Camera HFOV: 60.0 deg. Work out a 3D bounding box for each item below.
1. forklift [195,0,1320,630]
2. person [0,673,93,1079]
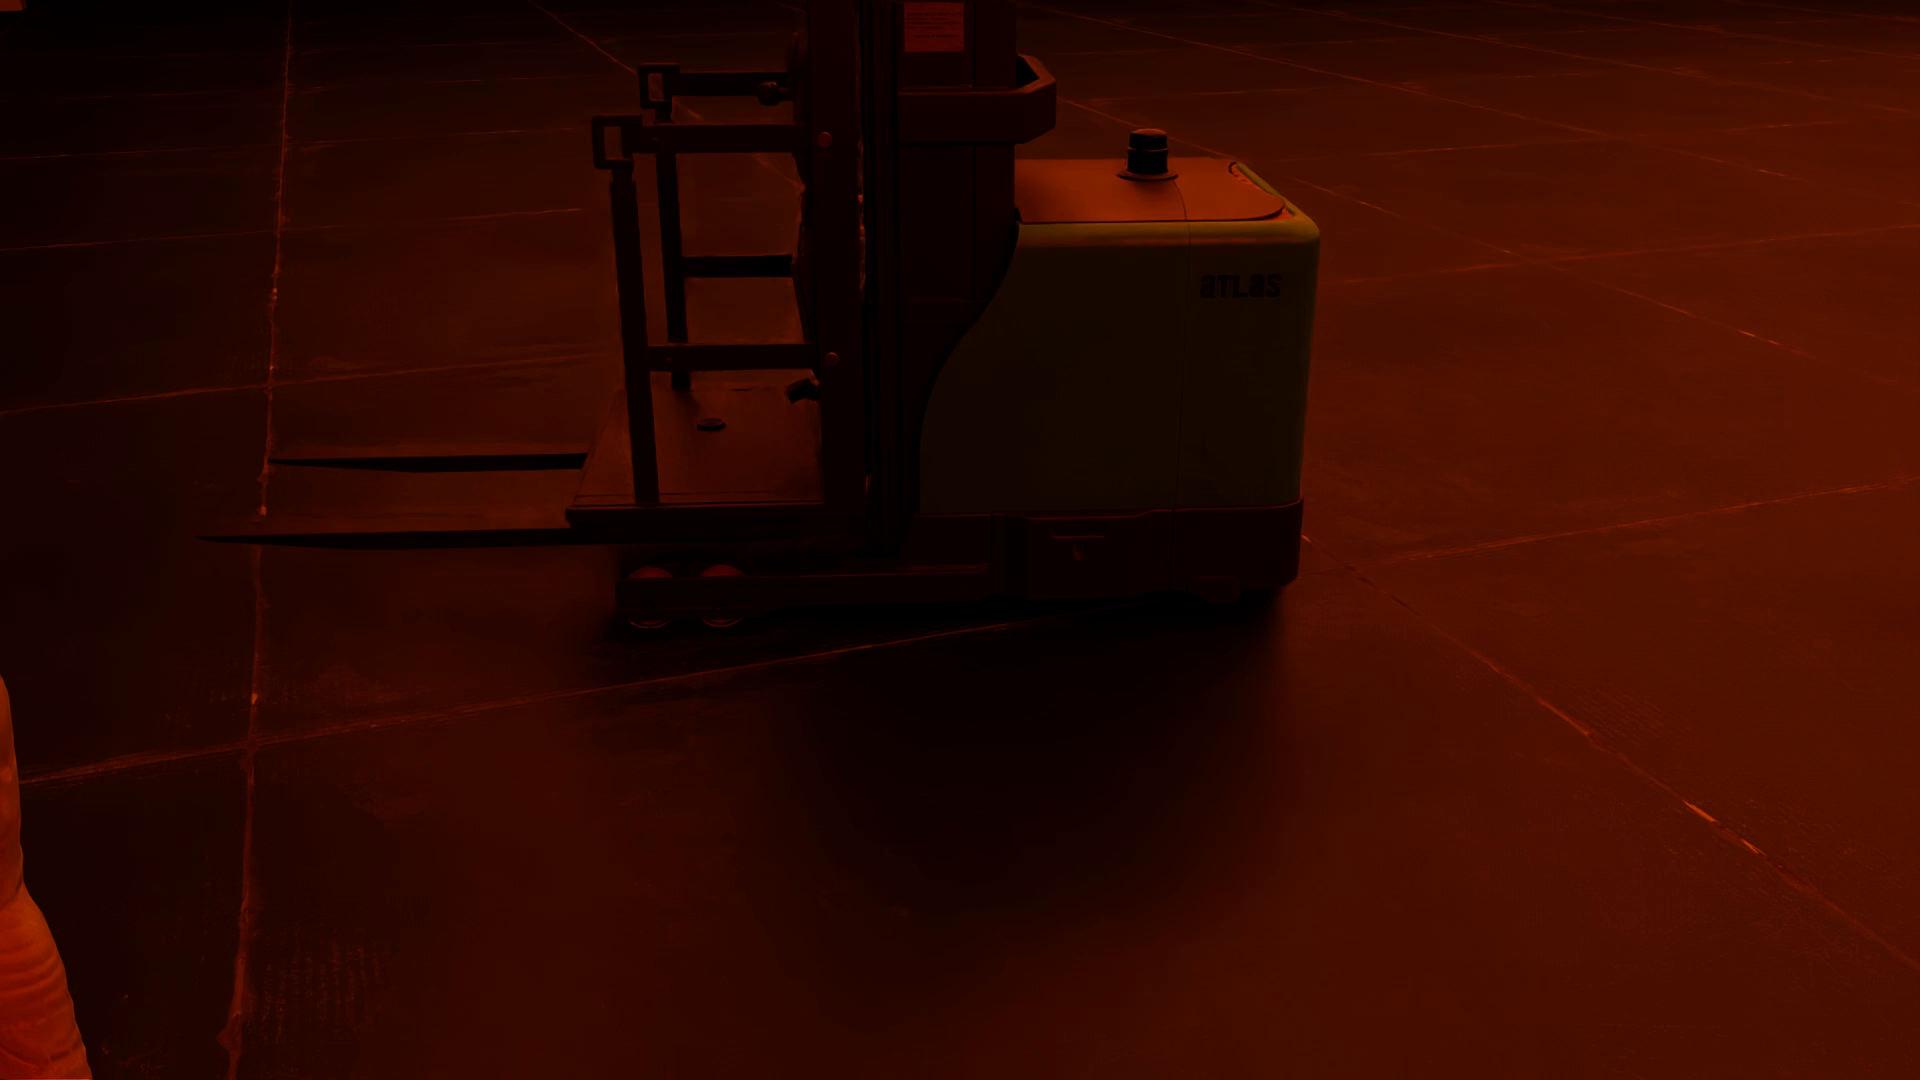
[{"bbox_3d":[-0.594,-1.320,4.438,3.031,2.935,1.130,-1,23,-3],"label":"forklift"},{"bbox_3d":[-1.565,0.270,2.299,0.394,1.668,0.484,8,24,19],"label":"person"}]
